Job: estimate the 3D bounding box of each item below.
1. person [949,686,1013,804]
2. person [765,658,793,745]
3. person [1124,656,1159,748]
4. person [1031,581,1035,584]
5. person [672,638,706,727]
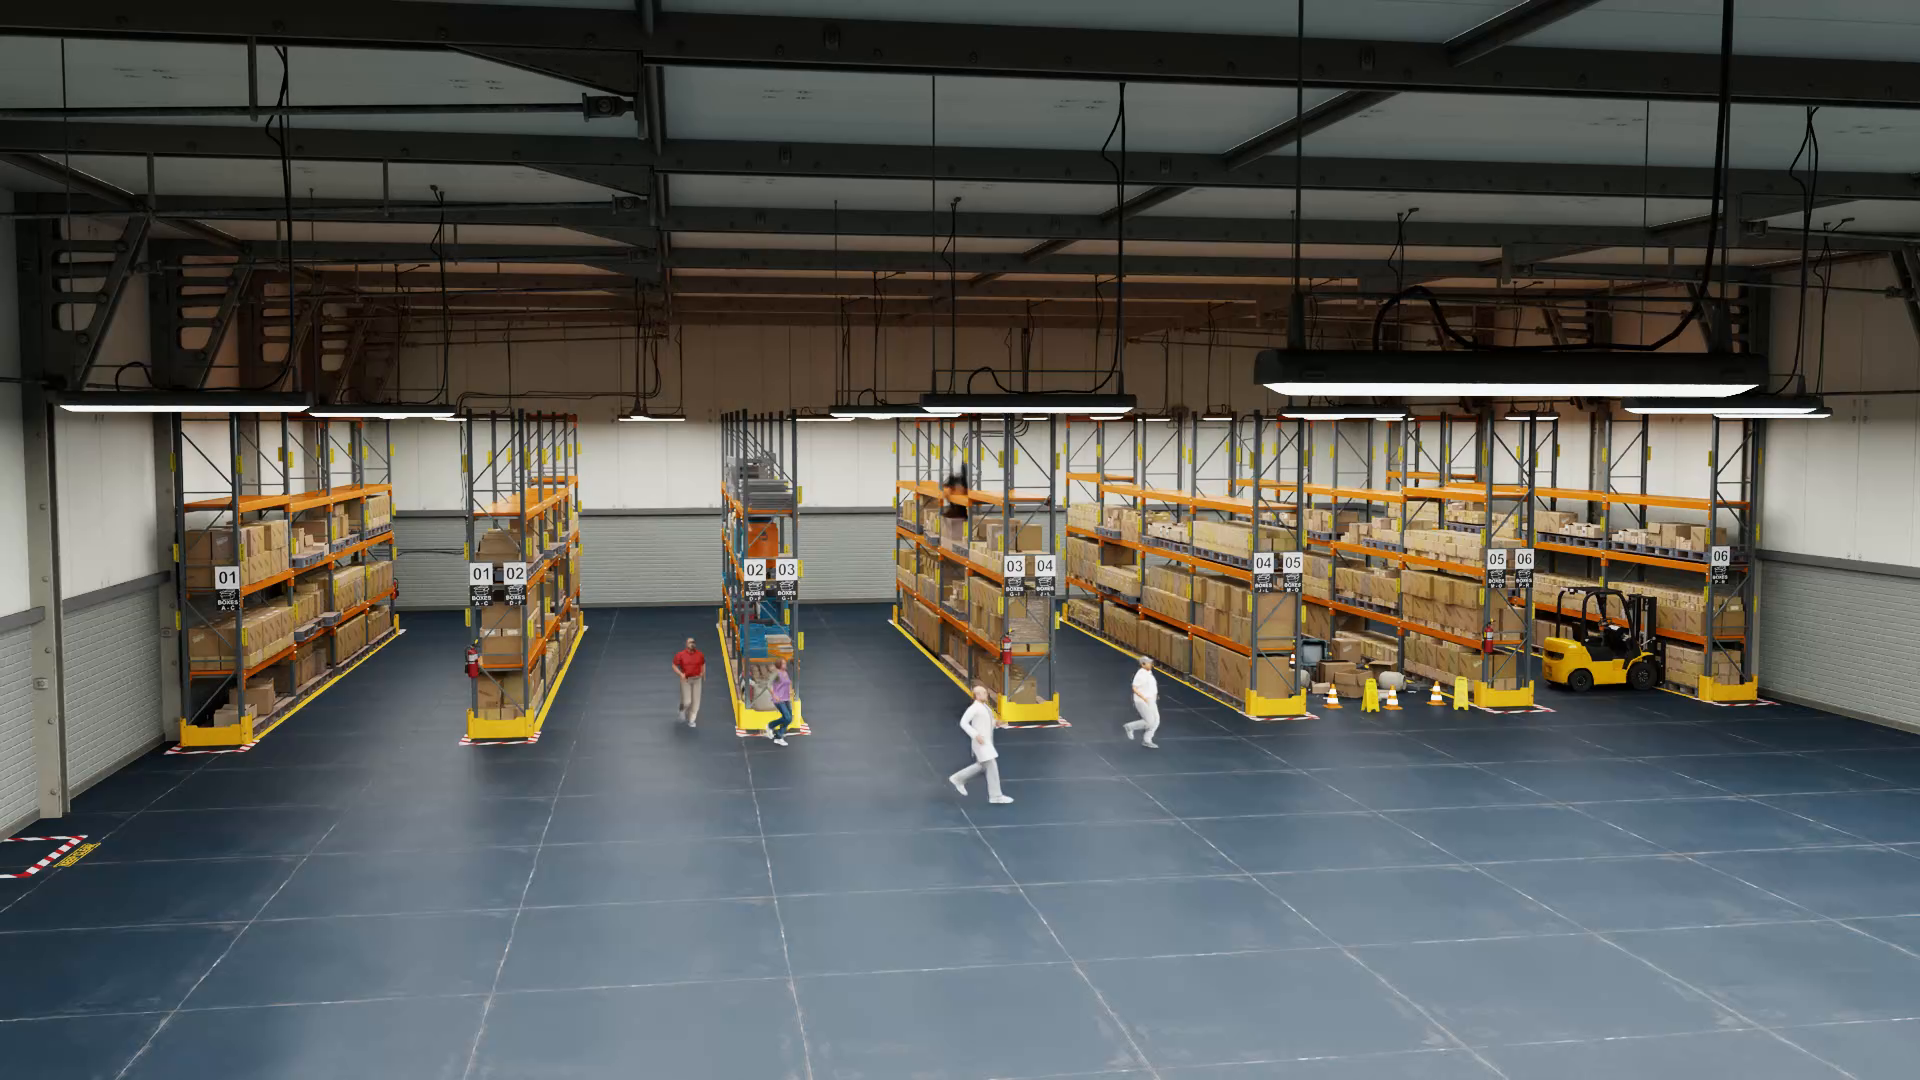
[{"bbox_3d":[0.312,3.076,25.088,1.027,1.755,0.715,1,4,14],"label":"person"},{"bbox_3d":[-3.207,2.889,29.726,0.502,1.553,0.543,2,4,22],"label":"person"},{"bbox_3d":[3.239,2.864,29.507,0.586,1.629,0.613,2,4,26],"label":"person"},{"bbox_3d":[1.955,1.588,47.462,0.697,1.661,0.887,0,4,0],"label":"person"},{"bbox_3d":[-5.119,2.682,31.530,0.649,1.680,0.595,-2,4,-26],"label":"person"}]
